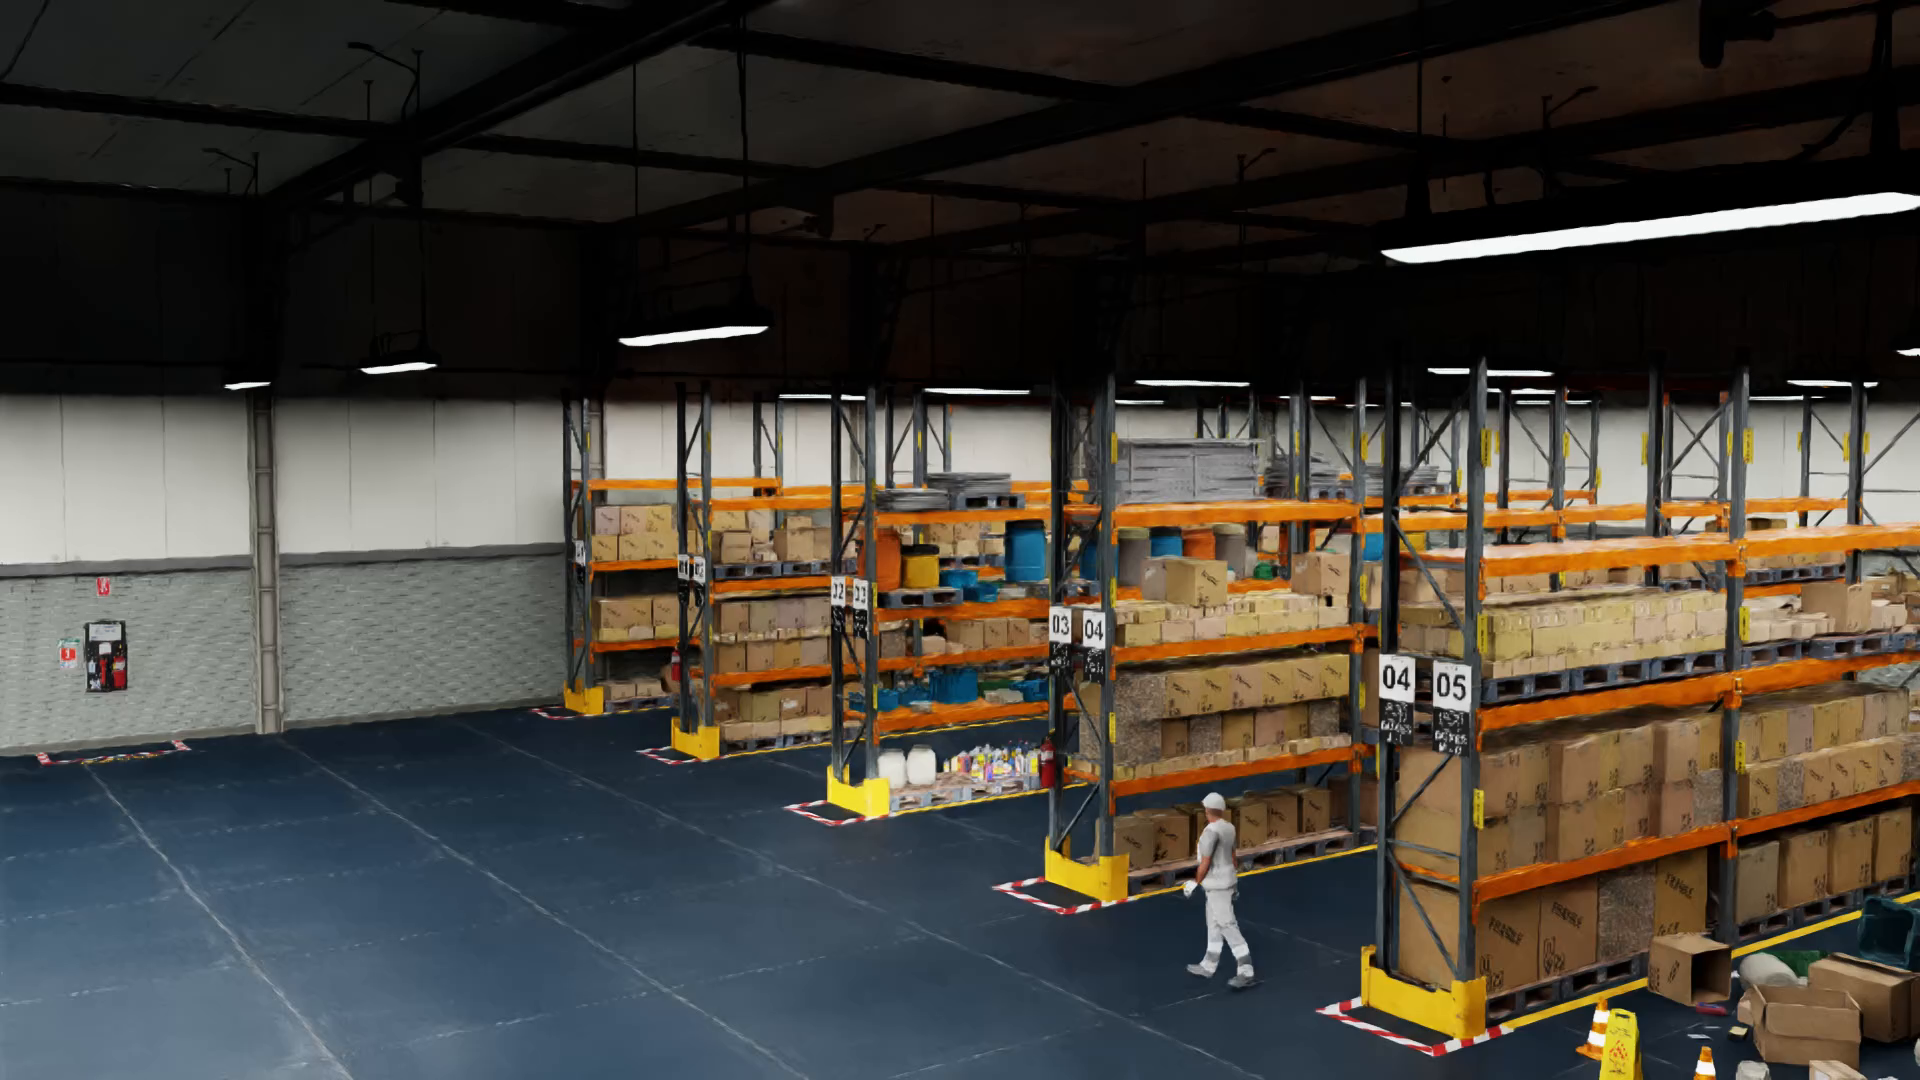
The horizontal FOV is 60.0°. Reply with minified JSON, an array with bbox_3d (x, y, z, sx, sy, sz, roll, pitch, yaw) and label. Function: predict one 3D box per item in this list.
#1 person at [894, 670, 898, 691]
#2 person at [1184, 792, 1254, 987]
[{"bbox_3d":[-1.405,2.190,33.049,0.710,1.702,0.836,3,5,39],"label":"person"},{"bbox_3d":[2.453,3.276,15.681,0.711,1.786,0.551,2,4,26],"label":"person"}]
